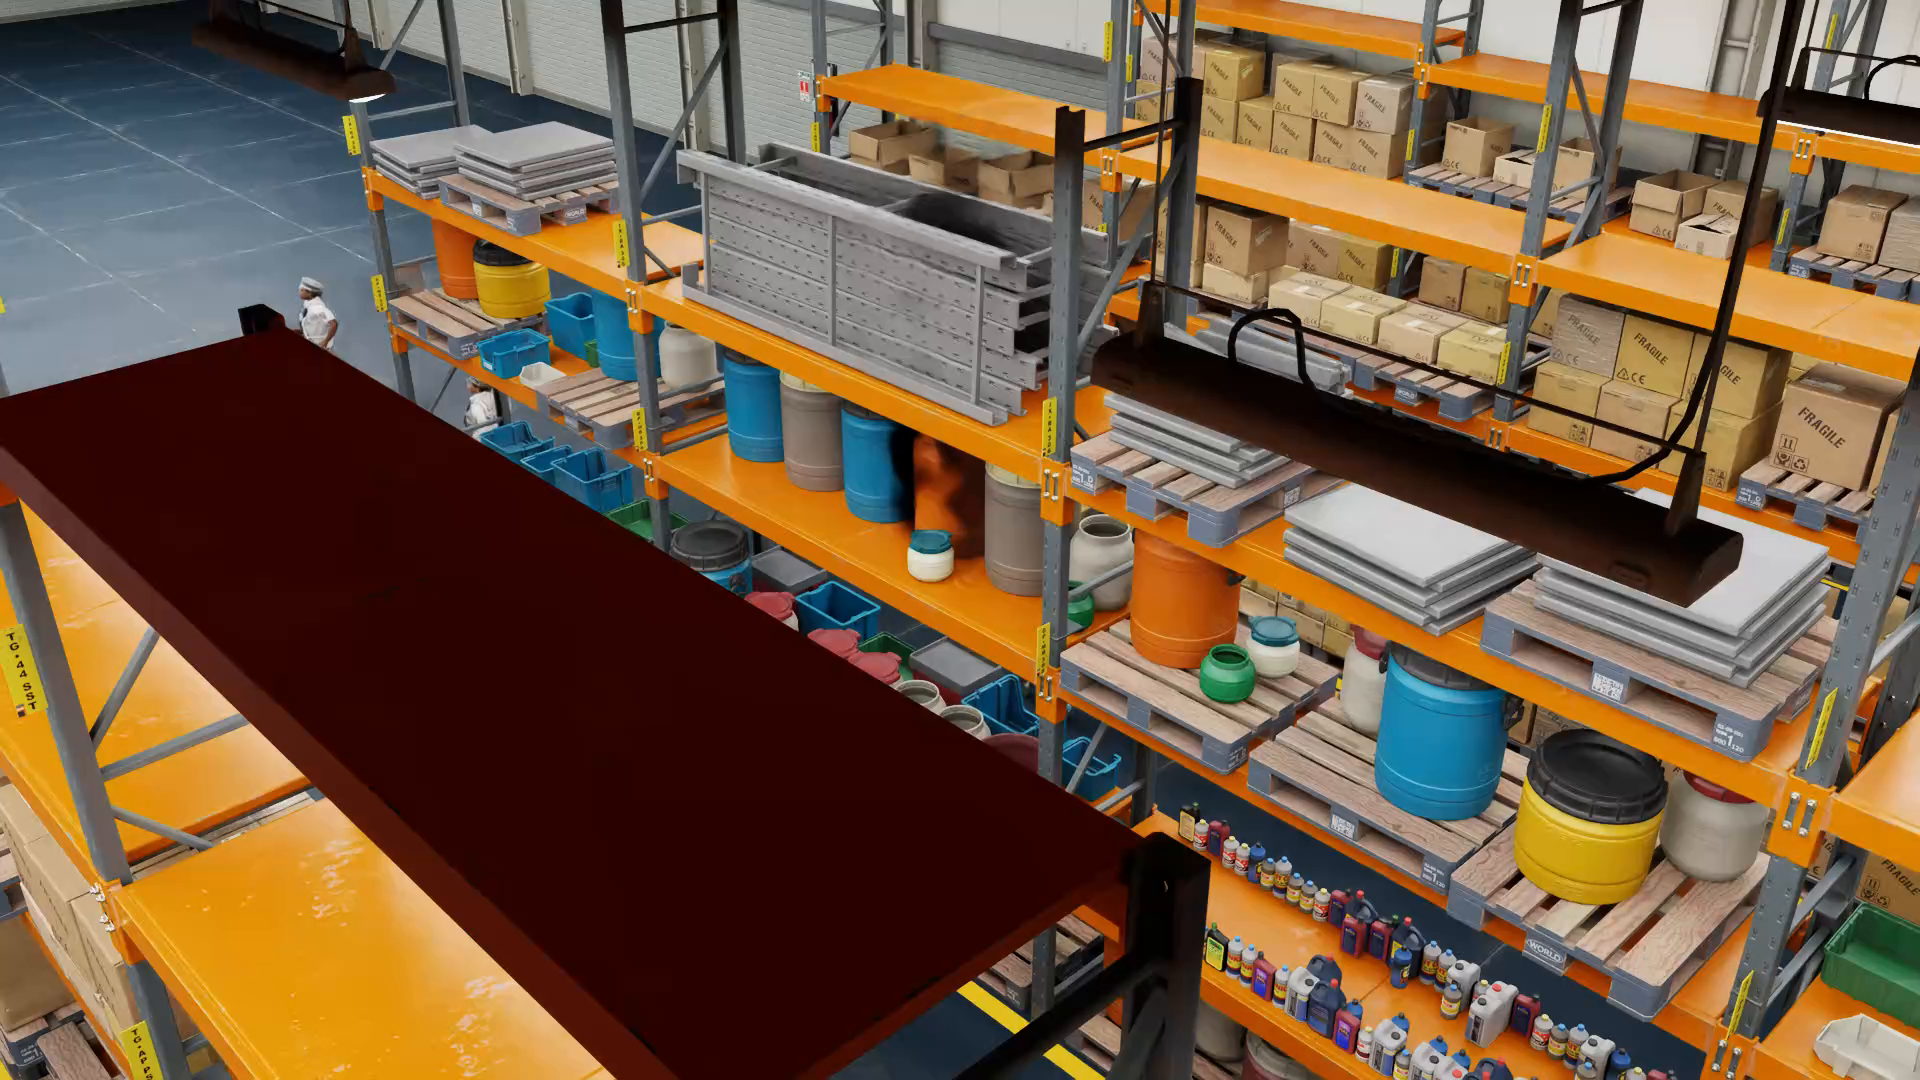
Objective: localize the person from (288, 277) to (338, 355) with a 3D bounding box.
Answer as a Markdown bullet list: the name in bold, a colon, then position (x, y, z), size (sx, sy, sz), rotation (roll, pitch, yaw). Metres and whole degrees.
- **person**: position (-7.401, -2.200, 19.231), size (0.734, 1.725, 0.581), rotation (-8, 29, -15)

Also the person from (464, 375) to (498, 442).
- **person**: position (-4.840, -1.032, 17.068), size (0.526, 1.621, 0.651), rotation (3, 28, 6)

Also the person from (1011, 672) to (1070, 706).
- **person**: position (0.615, 0.694, 13.826), size (0.741, 1.731, 0.547), rotation (24, 36, 37)
